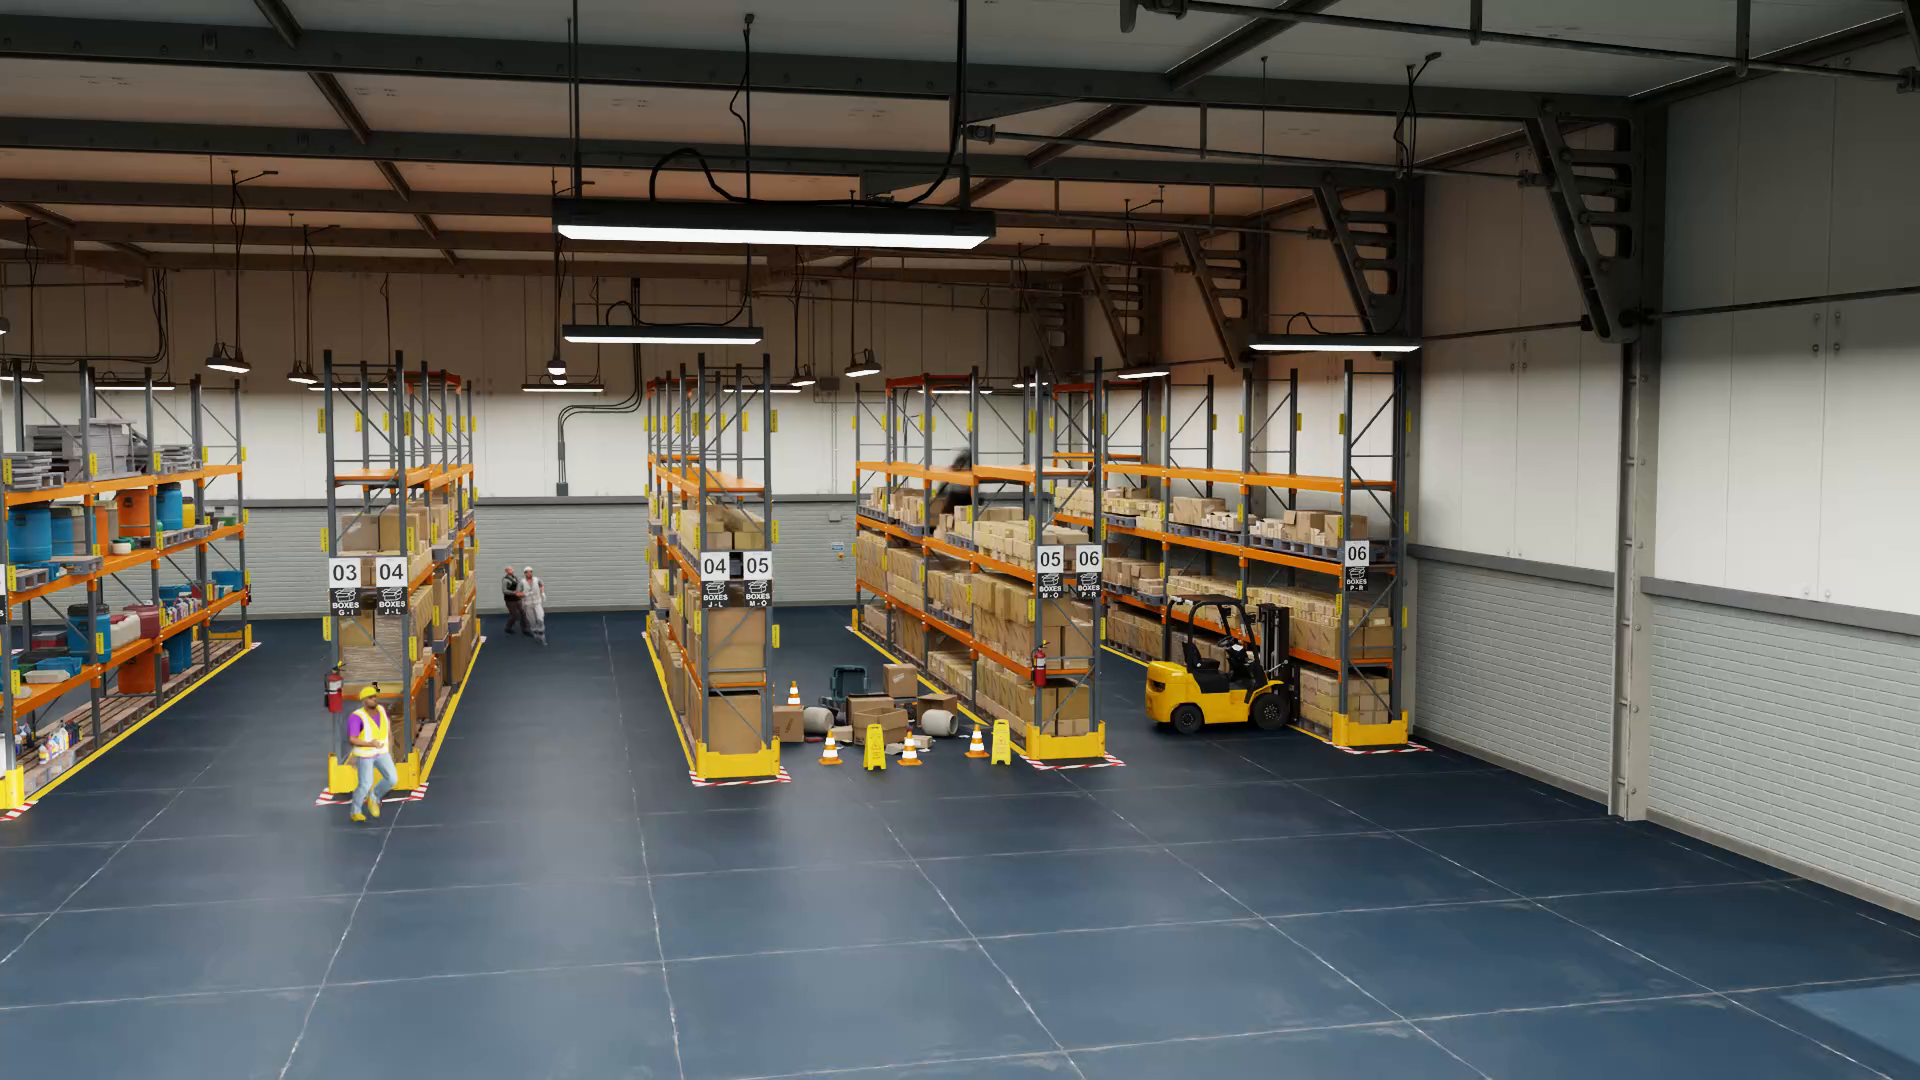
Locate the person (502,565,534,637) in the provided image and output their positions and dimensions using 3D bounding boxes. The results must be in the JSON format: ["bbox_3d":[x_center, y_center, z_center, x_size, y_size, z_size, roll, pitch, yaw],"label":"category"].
[{"bbox_3d":[-10.510,1.447,39.069,0.732,1.695,0.680,1,4,20],"label":"person"}]

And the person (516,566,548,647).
[{"bbox_3d":[-9.718,1.504,37.700,0.670,1.843,0.708,-1,4,-17],"label":"person"}]

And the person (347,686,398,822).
[{"bbox_3d":[-7.332,2.676,20.817,0.785,1.715,0.726,3,5,38],"label":"person"}]
